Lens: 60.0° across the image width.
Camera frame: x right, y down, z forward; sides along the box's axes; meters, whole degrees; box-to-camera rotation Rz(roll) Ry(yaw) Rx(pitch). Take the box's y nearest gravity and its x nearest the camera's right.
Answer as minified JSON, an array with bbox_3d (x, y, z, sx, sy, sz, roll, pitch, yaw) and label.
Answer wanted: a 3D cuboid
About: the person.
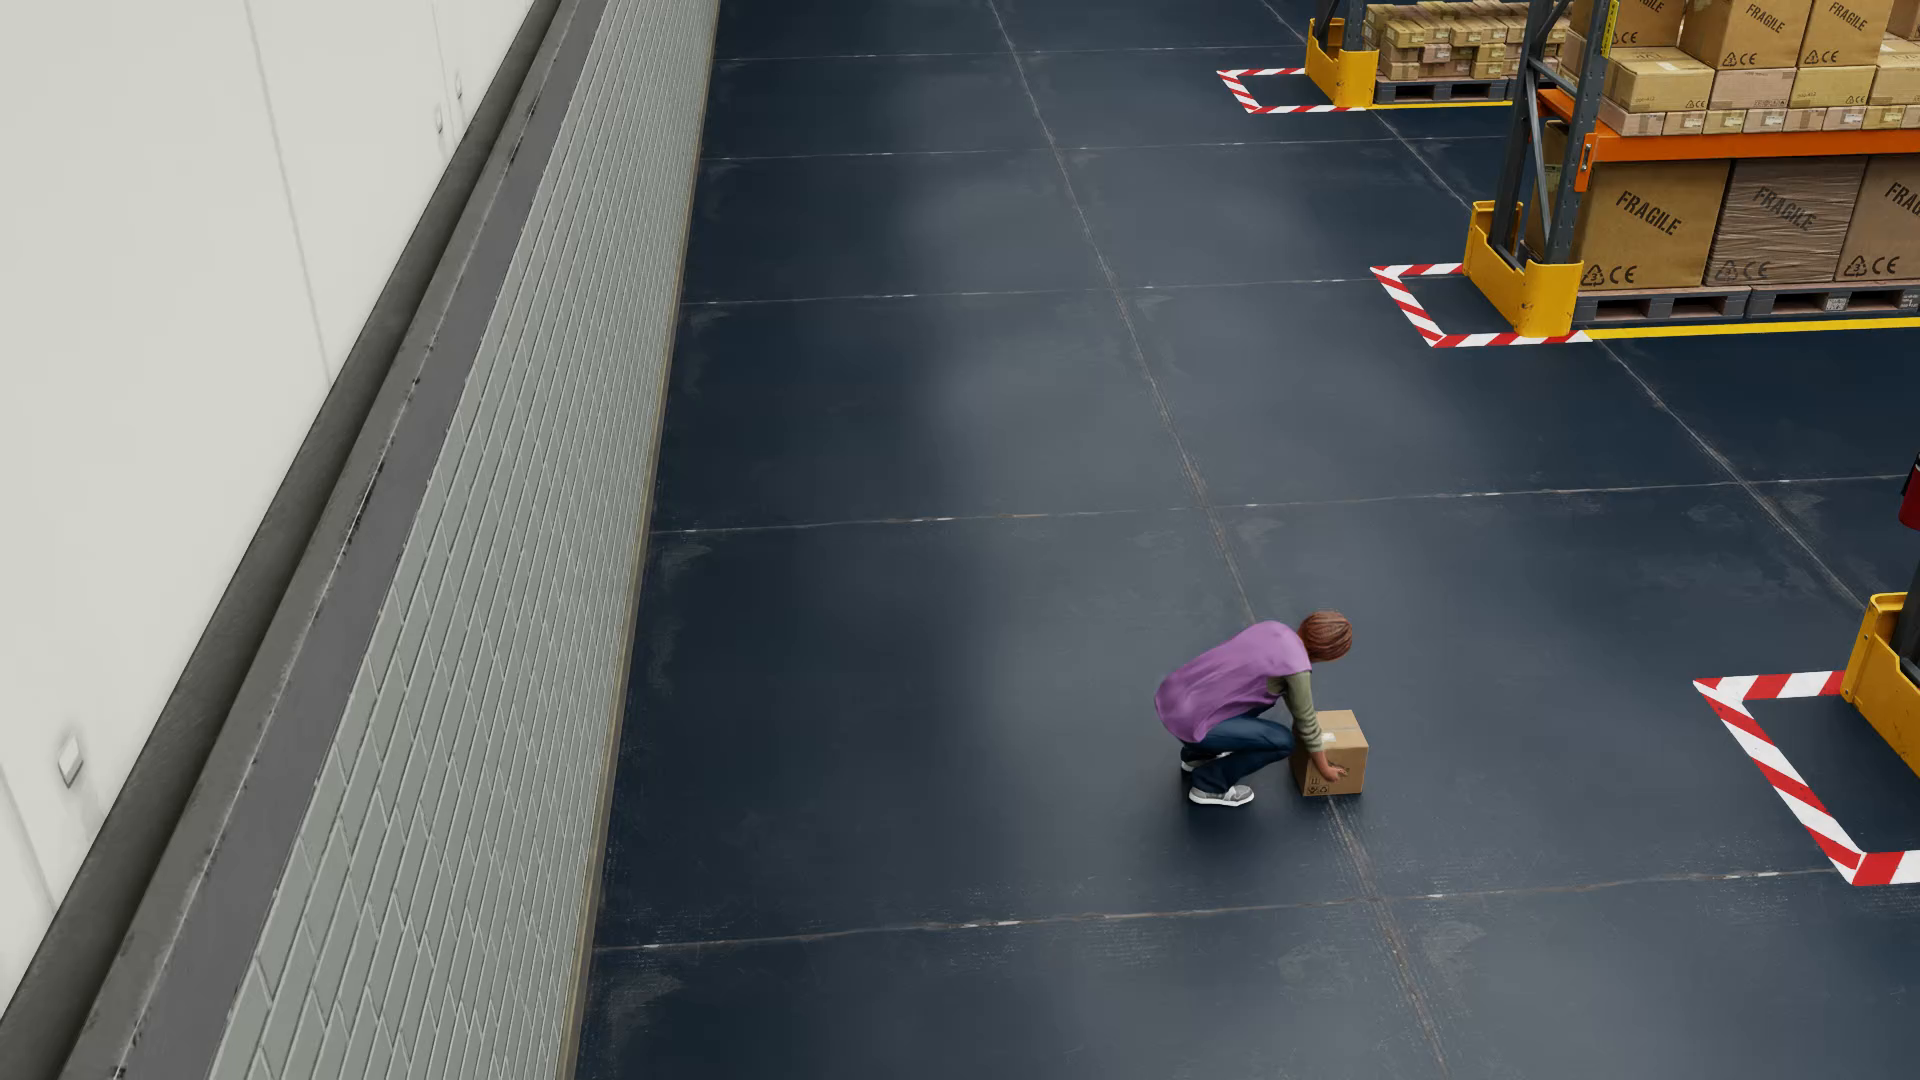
[{"bbox_3d":[2.900,2.133,2.143,3.339,3.198,10.192,-3,32,-4],"label":"person"}]
